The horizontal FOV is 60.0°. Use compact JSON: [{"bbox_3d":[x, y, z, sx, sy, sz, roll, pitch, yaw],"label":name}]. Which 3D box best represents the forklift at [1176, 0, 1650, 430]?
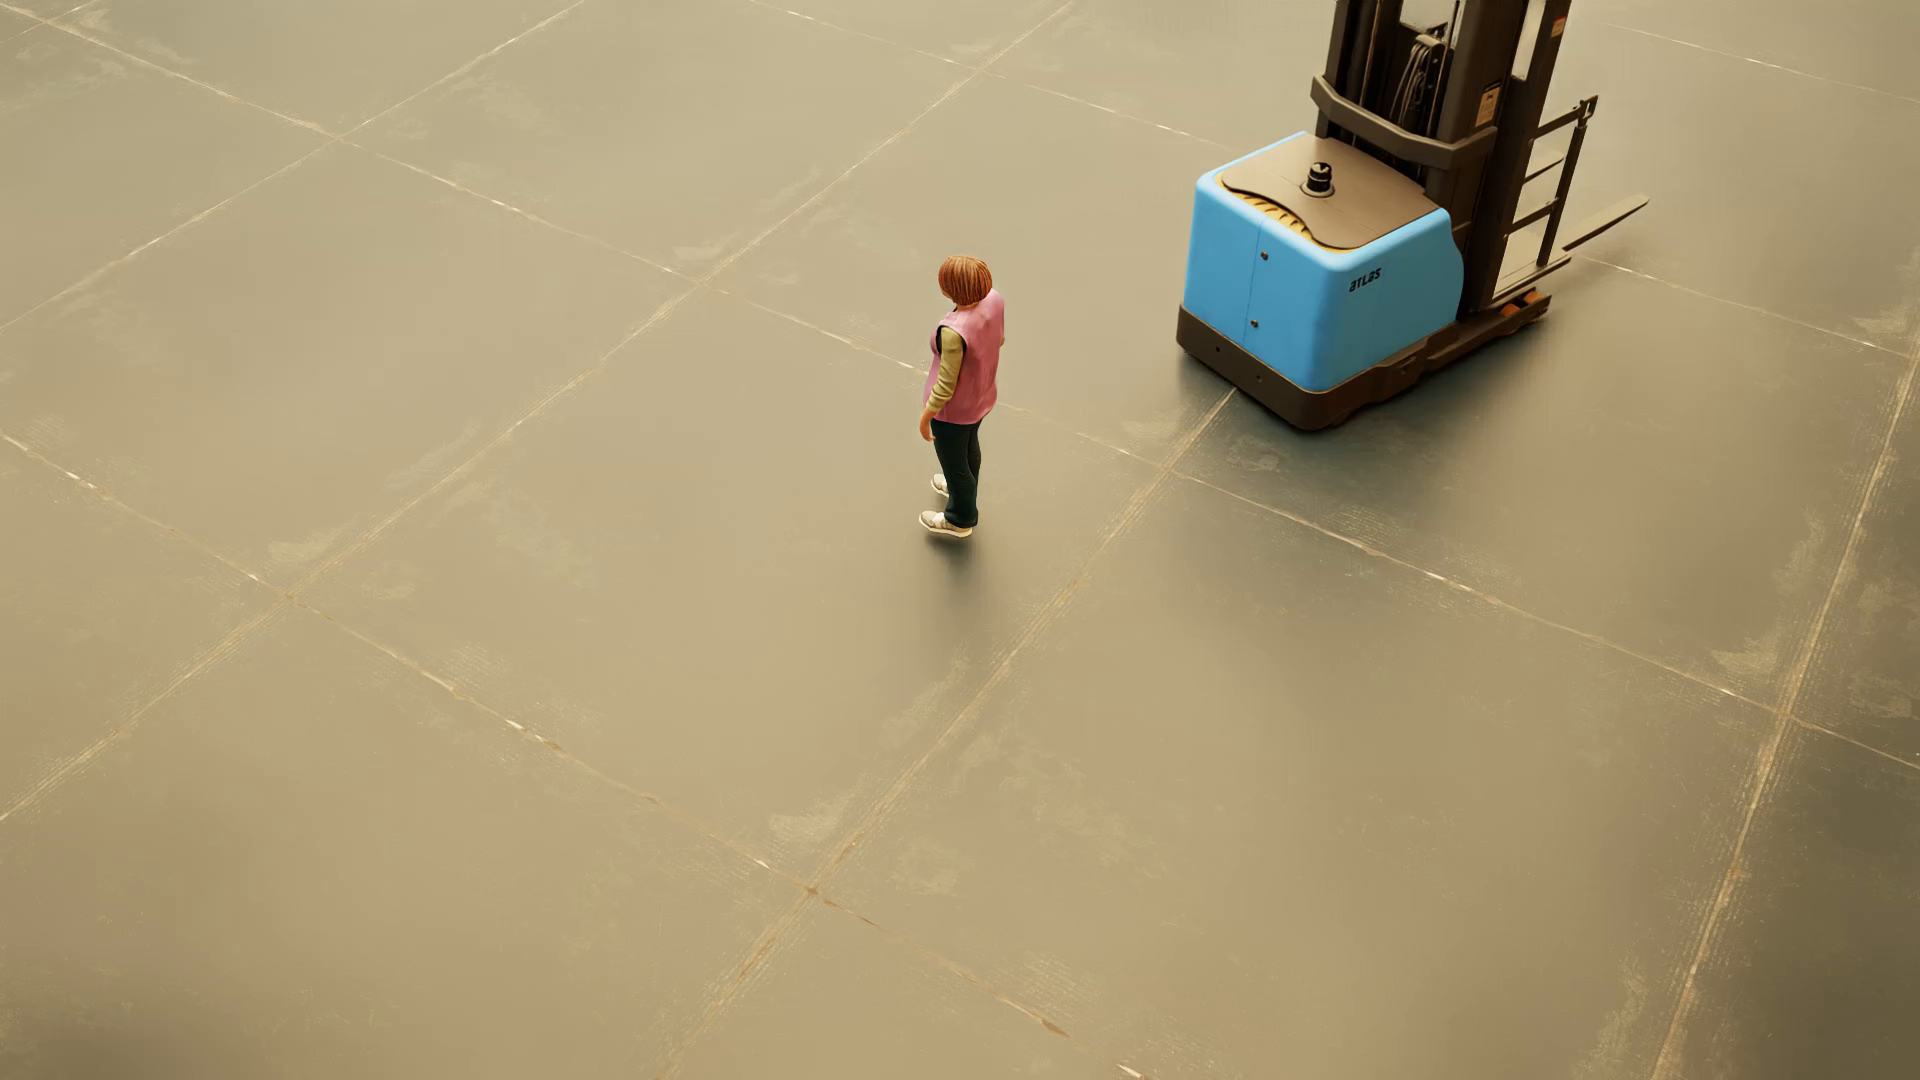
[{"bbox_3d":[2.650,-2.459,8.442,3.031,2.935,1.130,-28,50,-26],"label":"forklift"}]

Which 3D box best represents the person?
[{"bbox_3d":[-0.055,-0.650,7.434,0.473,1.599,0.519,24,48,23],"label":"person"}]
